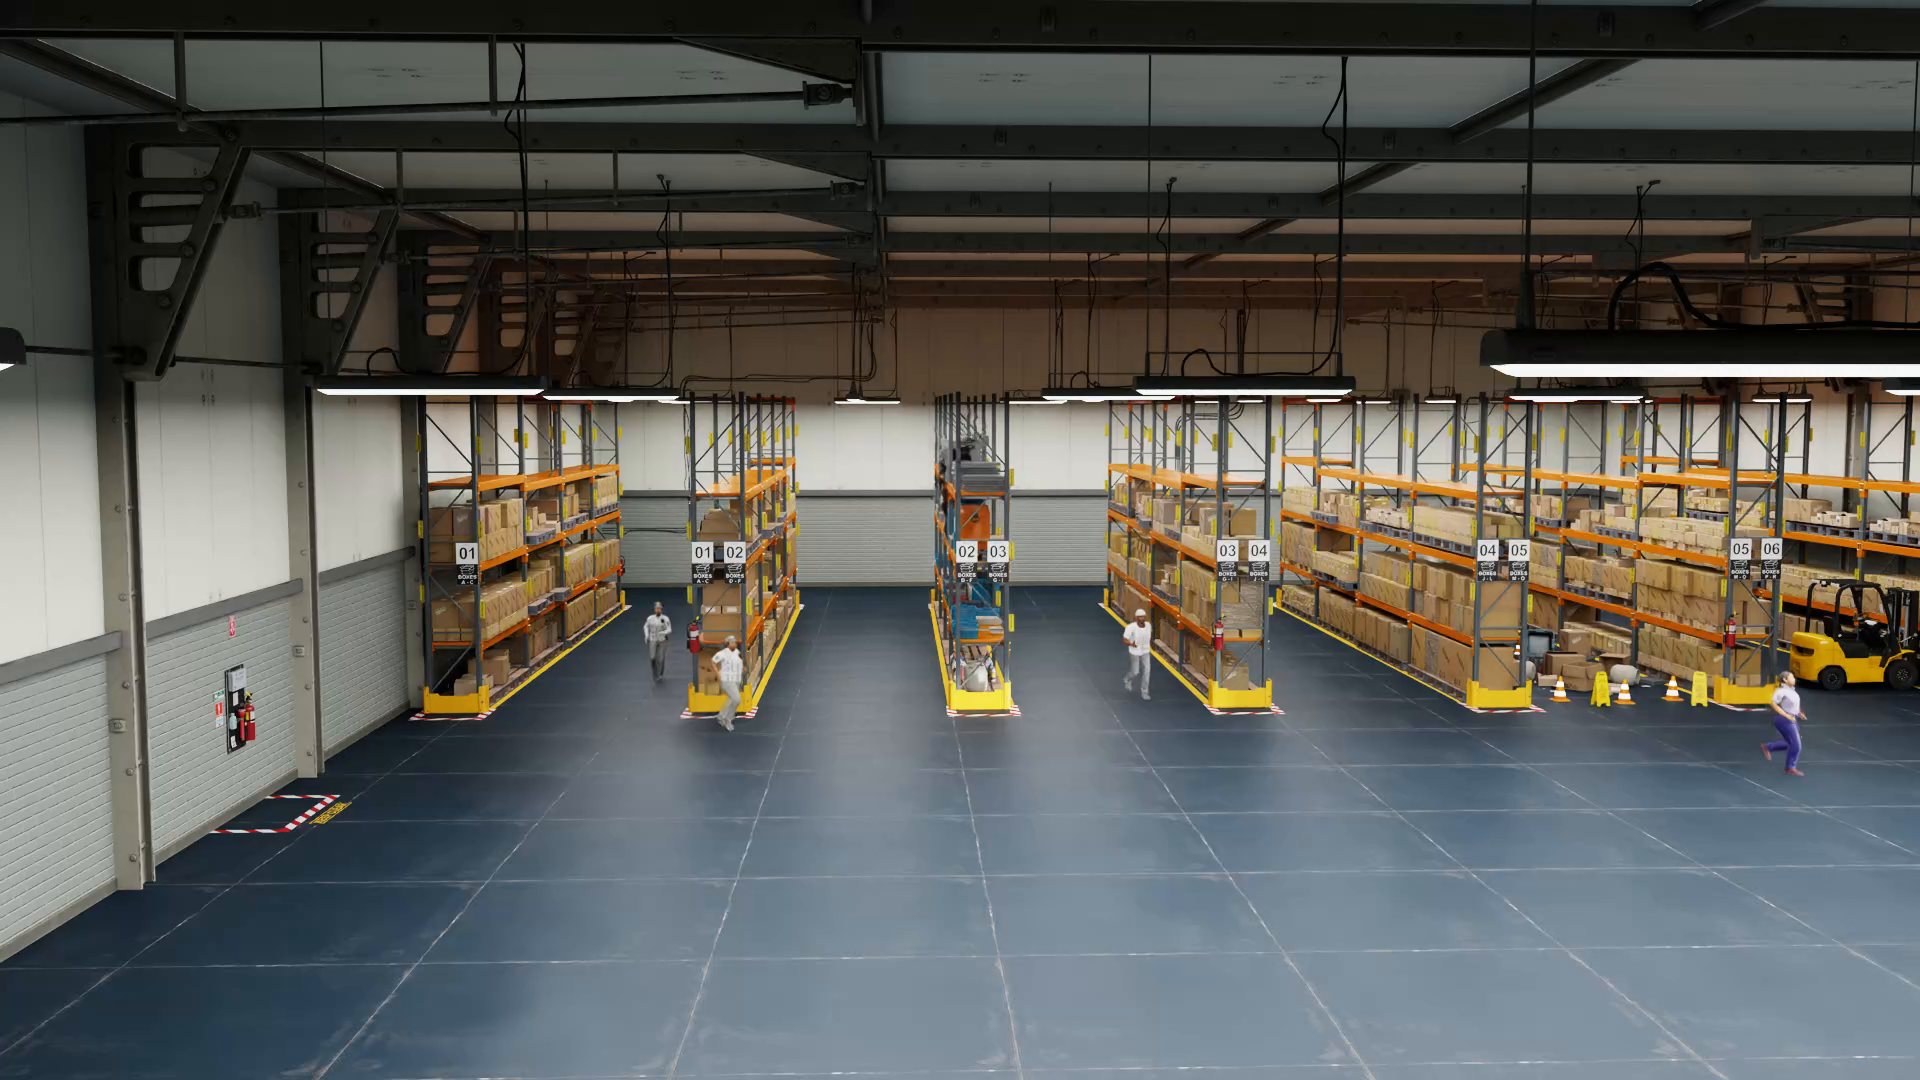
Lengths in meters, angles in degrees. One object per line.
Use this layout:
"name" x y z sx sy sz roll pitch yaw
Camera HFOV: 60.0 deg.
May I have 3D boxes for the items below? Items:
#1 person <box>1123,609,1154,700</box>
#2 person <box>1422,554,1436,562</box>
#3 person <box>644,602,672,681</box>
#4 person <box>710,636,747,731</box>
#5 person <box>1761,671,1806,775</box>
"person" 3.514 2.220 32.738 0.681 1.754 0.948 -1 5 -17
"person" 13.860 0.939 49.349 0.679 1.625 0.696 0 5 3
"person" -6.285 2.114 34.550 0.593 1.655 0.624 0 5 -5
"person" -4.077 2.536 29.576 0.685 1.691 0.585 3 5 32
"person" 12.884 2.850 26.039 0.670 1.621 0.608 4 6 41
